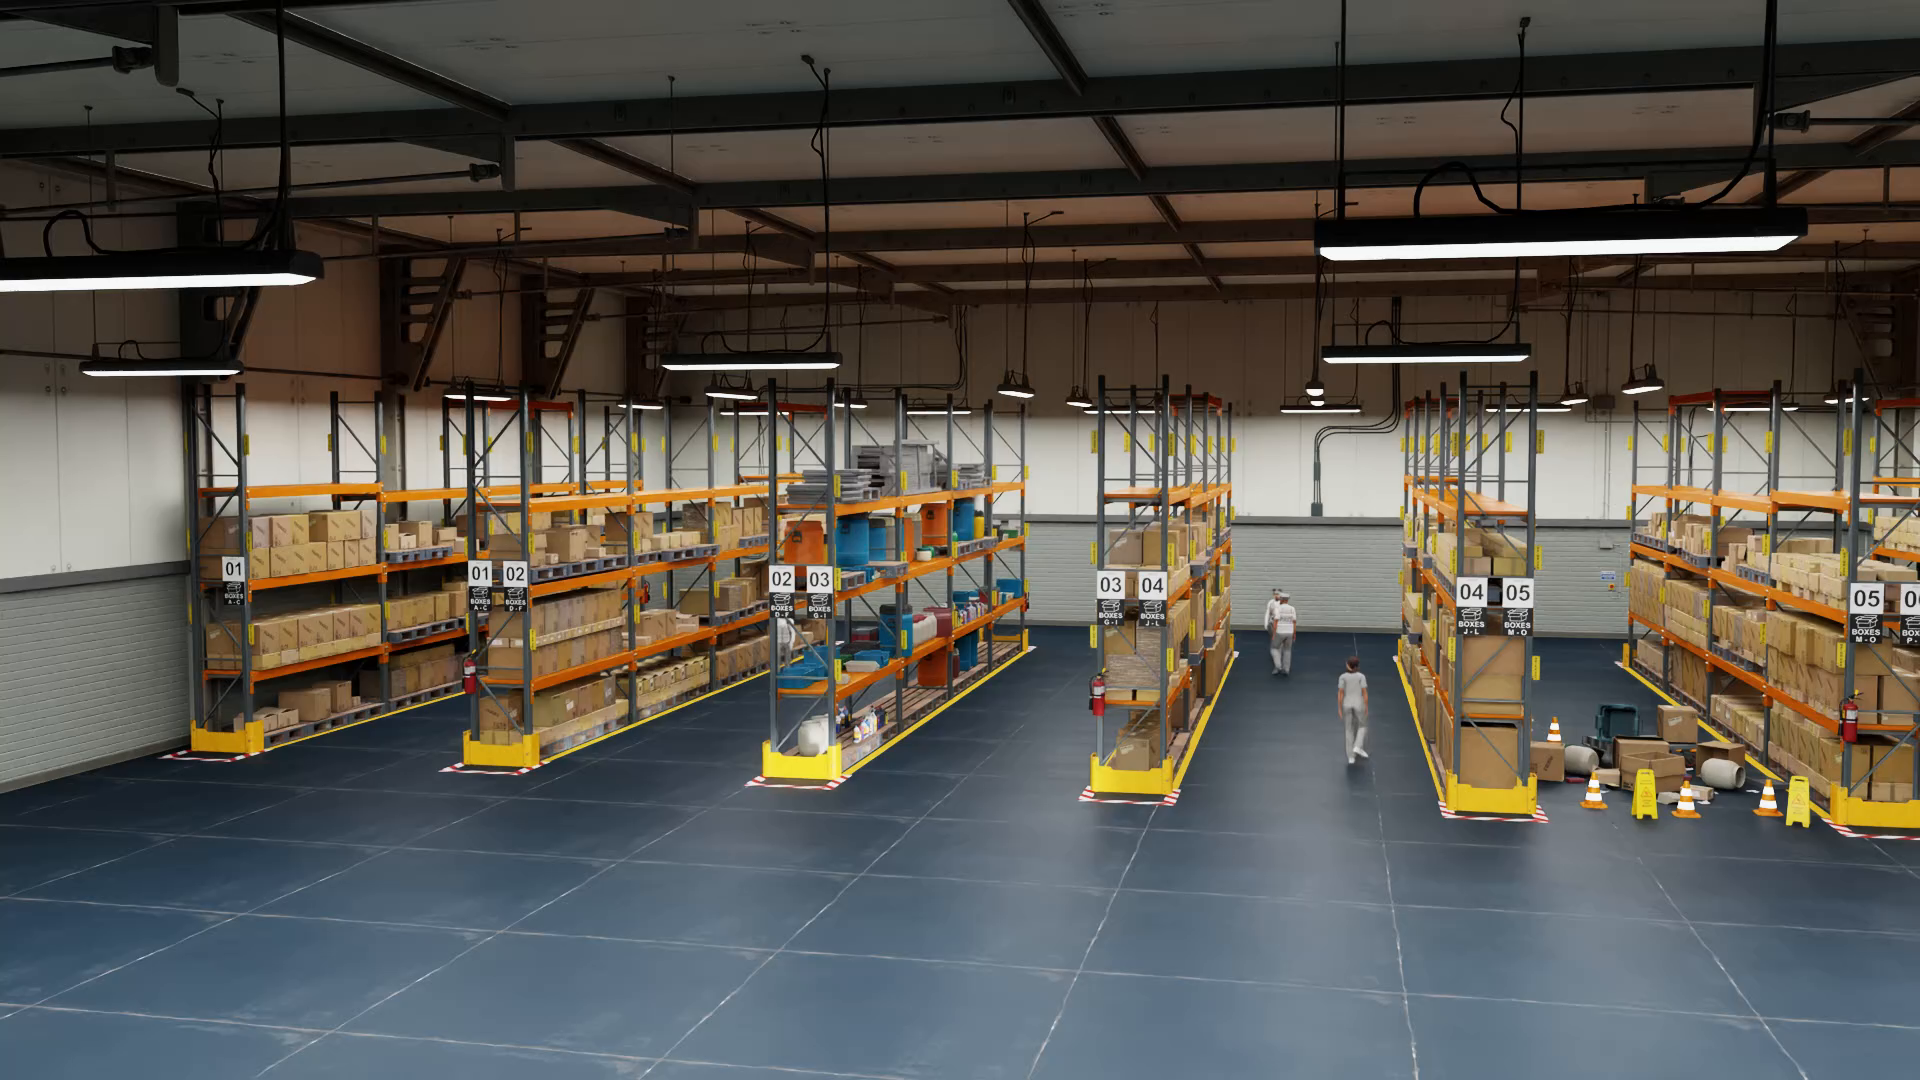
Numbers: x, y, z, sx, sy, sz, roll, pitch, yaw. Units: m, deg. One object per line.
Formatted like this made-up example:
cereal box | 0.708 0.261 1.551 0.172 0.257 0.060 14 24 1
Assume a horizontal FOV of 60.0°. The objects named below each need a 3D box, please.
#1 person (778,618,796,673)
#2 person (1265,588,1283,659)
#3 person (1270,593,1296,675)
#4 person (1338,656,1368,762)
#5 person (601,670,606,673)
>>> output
person | -3.685 2.208 34.613 0.516 1.671 0.717 0 3 -1
person | 7.443 1.934 39.063 0.531 1.622 1.049 1 3 12
person | 7.066 2.069 36.320 0.574 1.807 0.403 -1 3 -16
person | 6.201 2.665 26.213 0.491 1.660 0.471 1 3 21
person | -7.536 2.163 34.563 0.669 1.750 0.753 0 3 -2
